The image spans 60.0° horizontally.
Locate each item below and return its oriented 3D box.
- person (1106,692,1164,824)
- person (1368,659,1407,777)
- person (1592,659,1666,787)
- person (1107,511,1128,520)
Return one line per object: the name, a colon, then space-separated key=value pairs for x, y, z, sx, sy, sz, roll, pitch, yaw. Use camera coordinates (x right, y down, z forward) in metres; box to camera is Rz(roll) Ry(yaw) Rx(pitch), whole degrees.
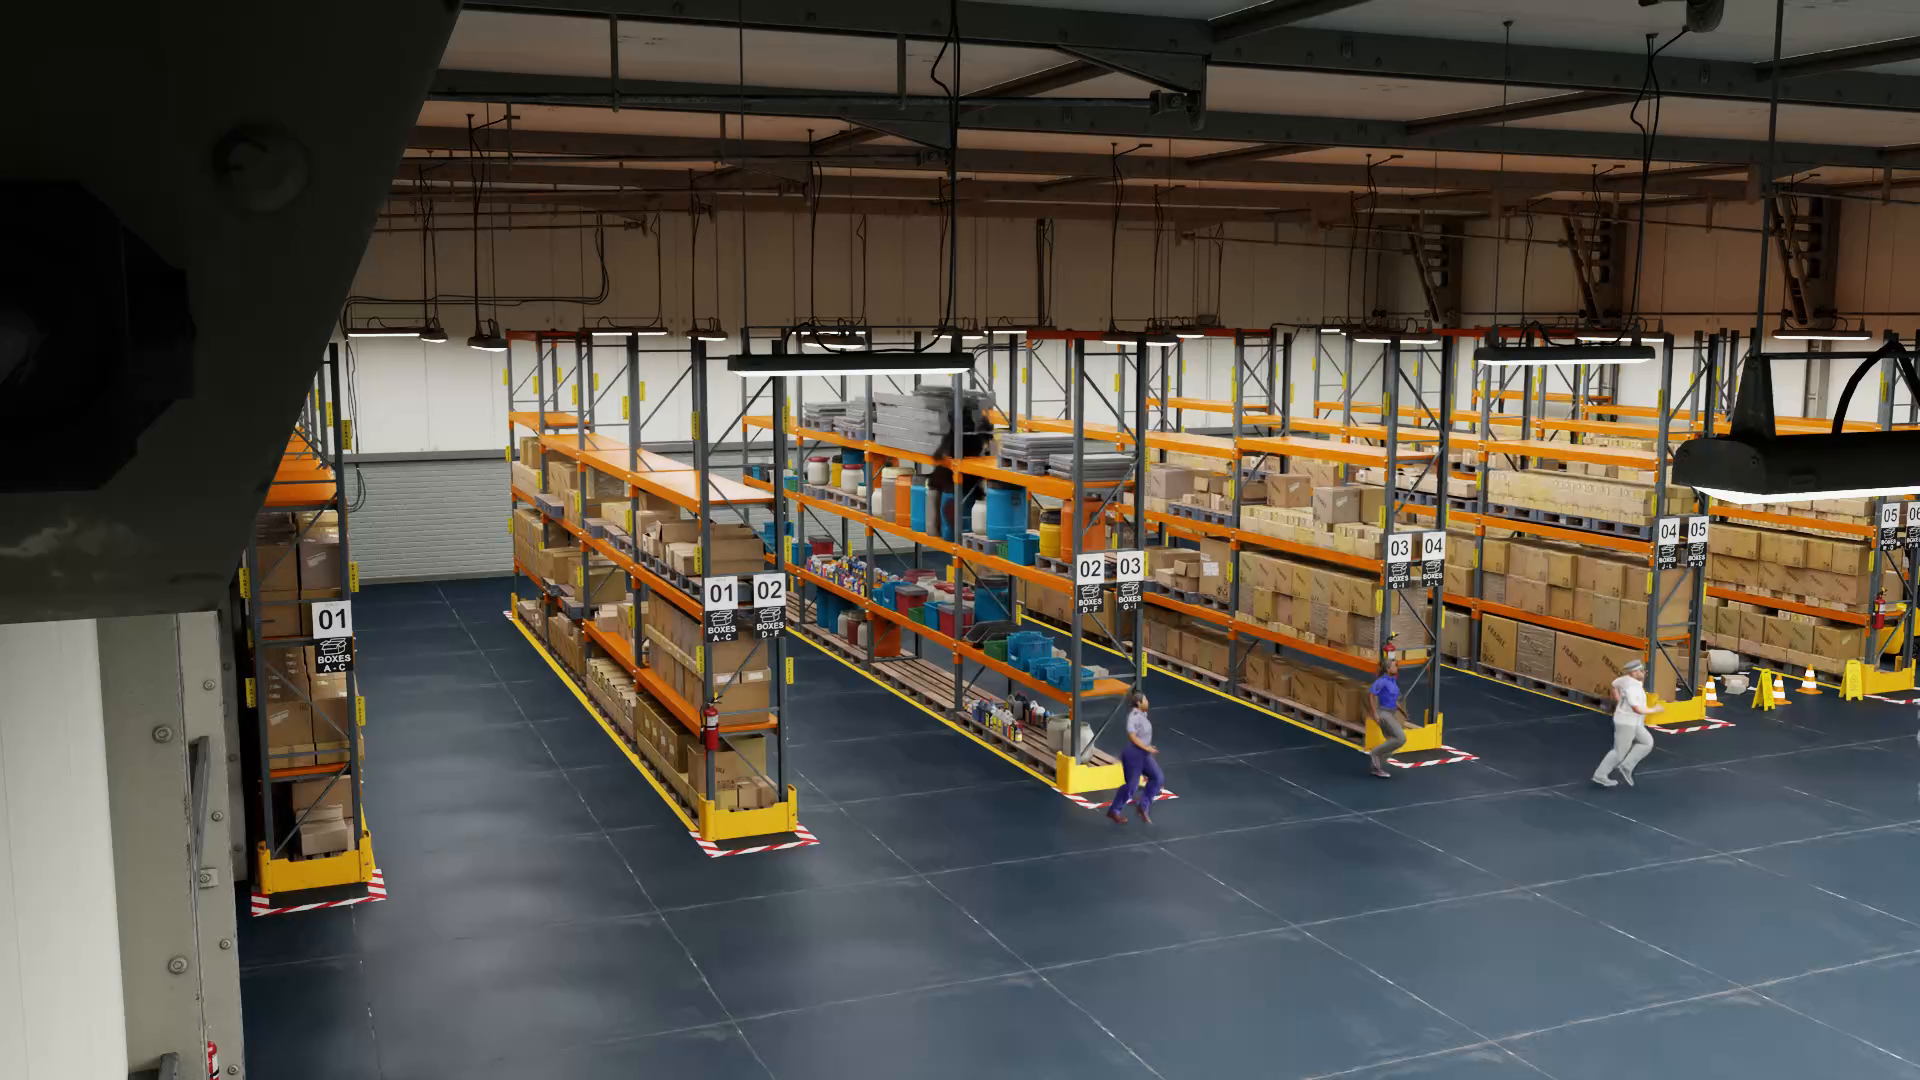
person: x=2.218 y=2.726 z=20.828 sx=0.663 sy=1.652 sz=0.683 roll=3 pitch=8 yaw=19
person: x=5.938 y=2.443 z=22.894 sx=0.515 sy=1.581 sz=0.610 roll=5 pitch=9 yaw=31
person: x=8.955 y=2.440 z=22.233 sx=0.866 sy=1.769 sz=0.677 roll=3 pitch=8 yaw=20
person: x=3.824 y=-0.089 z=40.848 sx=0.725 sy=1.746 sz=0.777 roll=6 pitch=10 yaw=37
